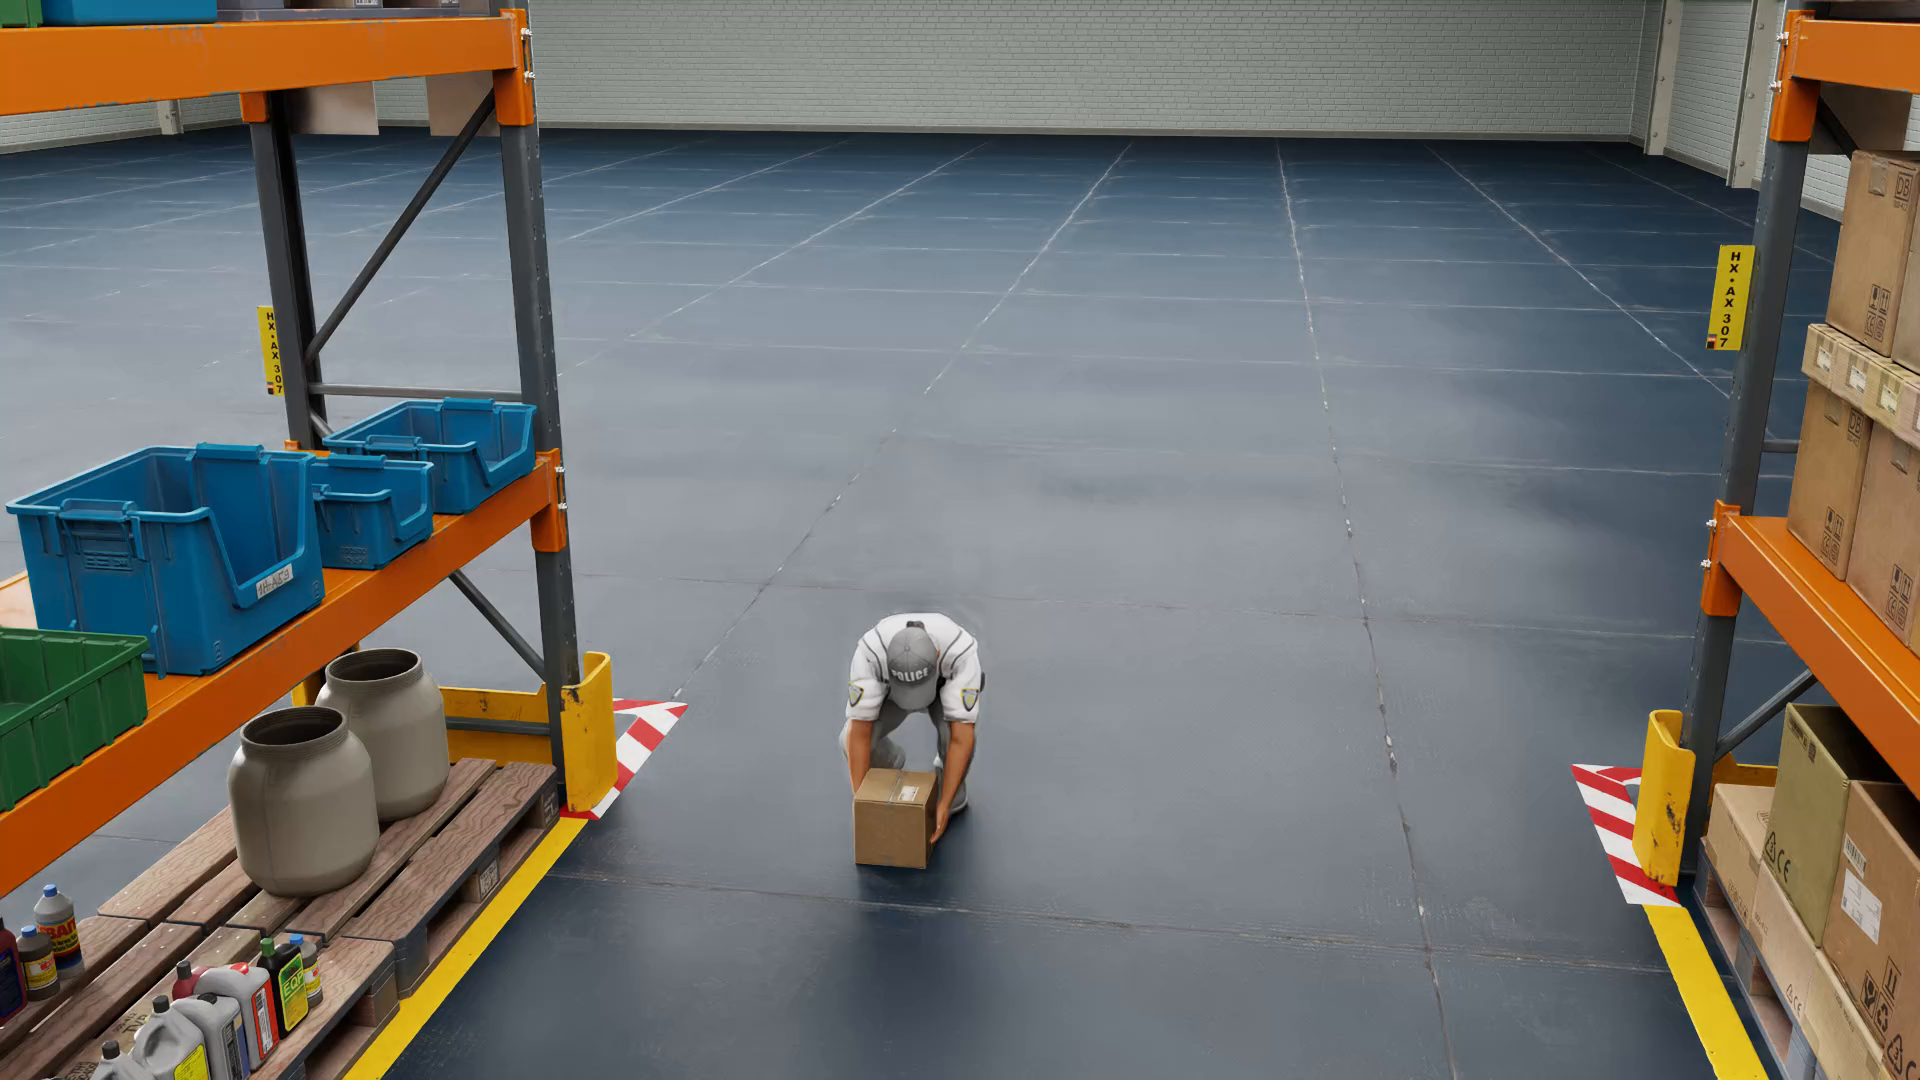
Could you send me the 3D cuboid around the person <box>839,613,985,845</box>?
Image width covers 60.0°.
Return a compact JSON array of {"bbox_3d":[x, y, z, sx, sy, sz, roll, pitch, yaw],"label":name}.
[{"bbox_3d":[-0.165,0.597,6.072,0.520,0.837,0.865,3,18,9],"label":"person"}]
